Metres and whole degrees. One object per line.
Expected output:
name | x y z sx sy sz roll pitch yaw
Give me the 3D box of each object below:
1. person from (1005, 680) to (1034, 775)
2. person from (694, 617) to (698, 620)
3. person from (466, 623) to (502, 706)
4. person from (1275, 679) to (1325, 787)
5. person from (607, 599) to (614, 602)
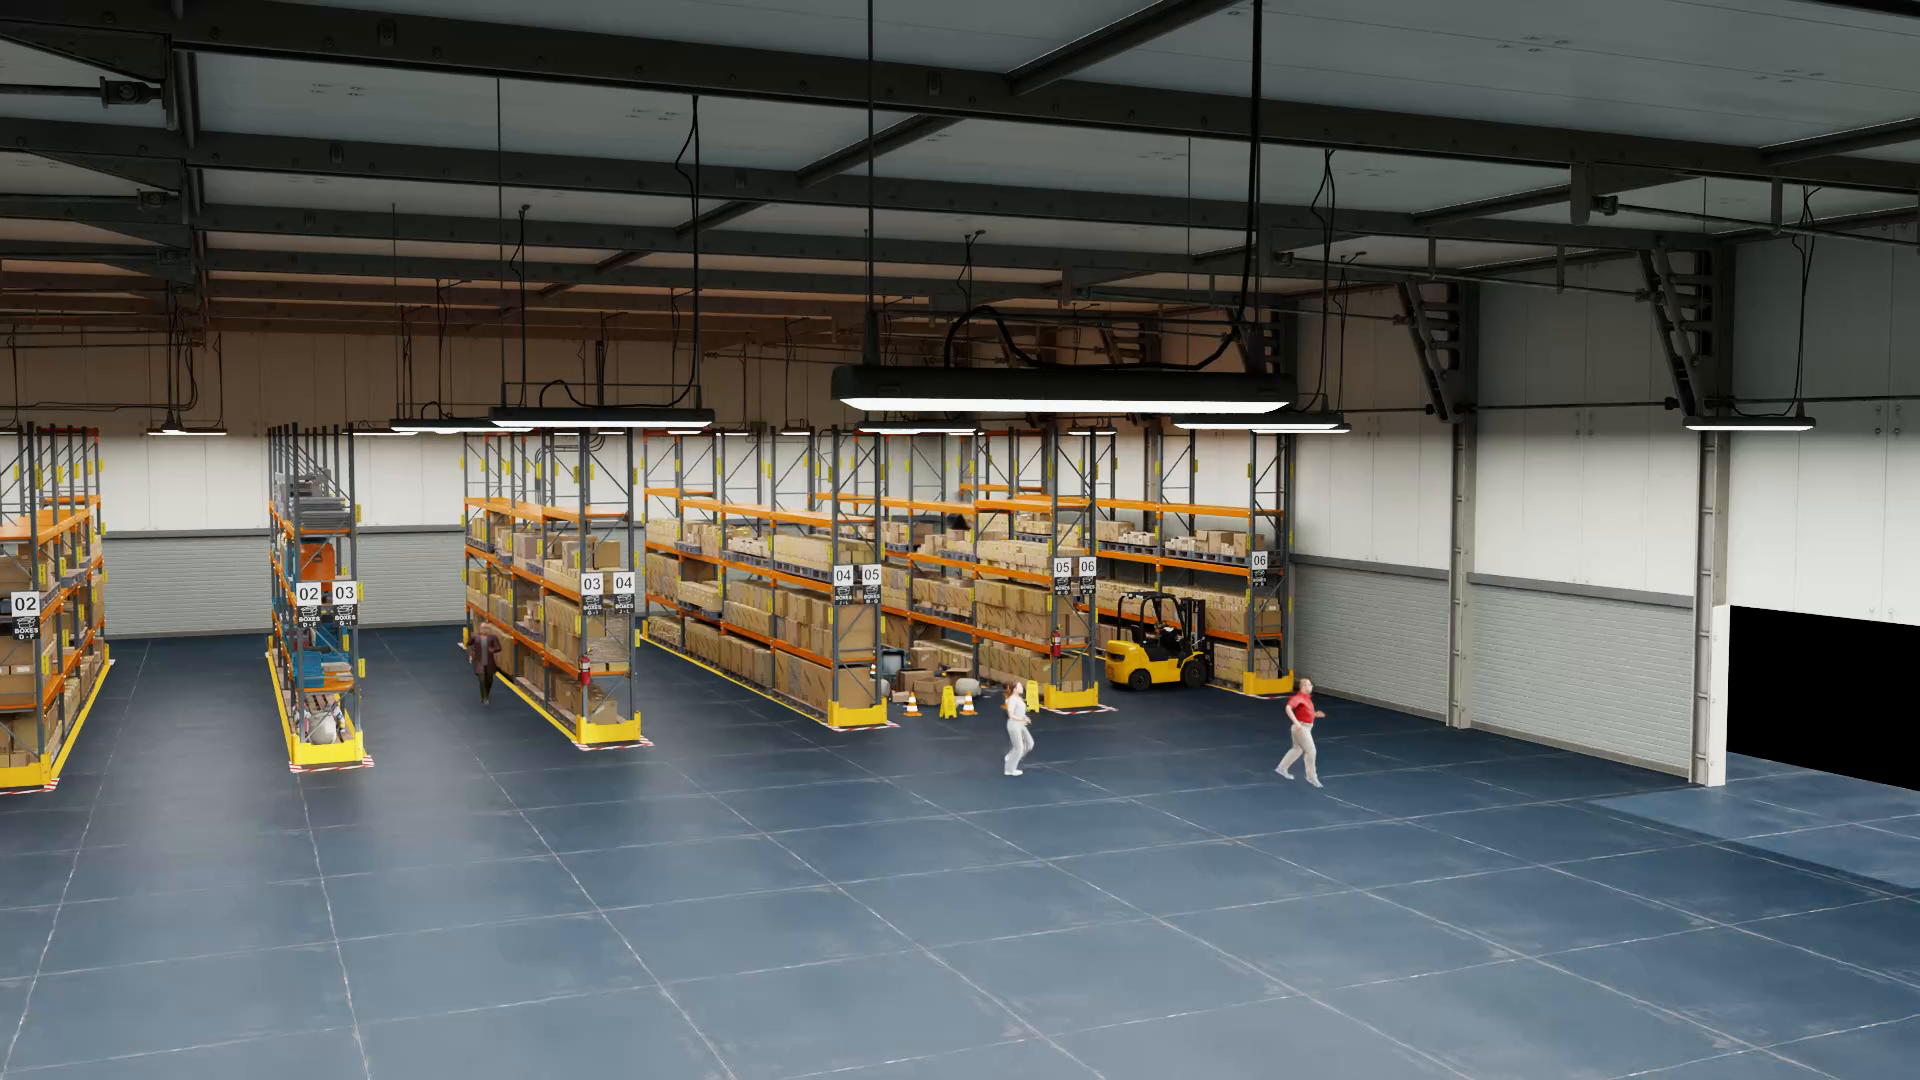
person | 0.996 3.177 28.172 0.539 1.624 0.539 1 4 18
person | -7.711 1.821 49.763 0.946 1.646 0.578 -2 4 -26
person | -10.163 2.679 35.543 0.709 1.663 1.048 -1 4 -22
person | 5.641 3.188 27.527 0.798 1.799 0.679 1 4 16
person | -9.329 2.144 45.225 0.550 1.697 0.809 -1 4 -23
